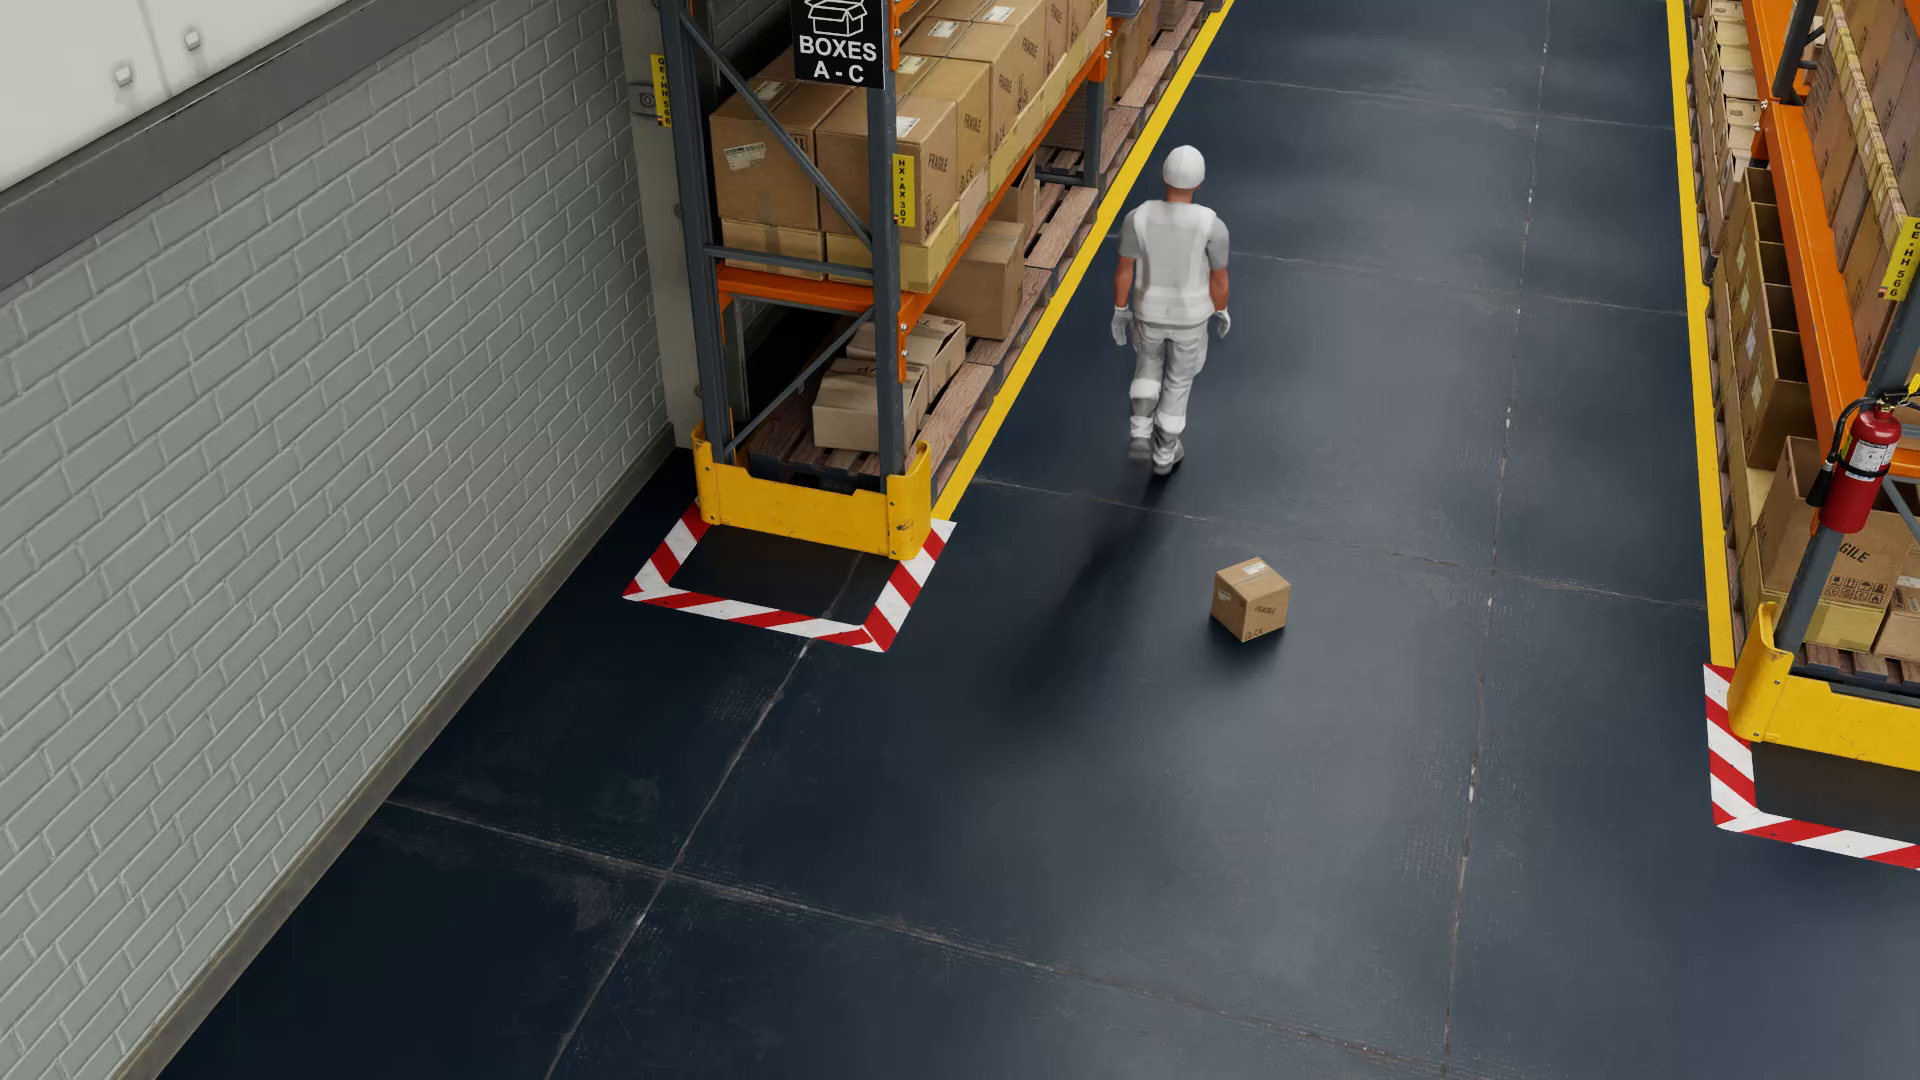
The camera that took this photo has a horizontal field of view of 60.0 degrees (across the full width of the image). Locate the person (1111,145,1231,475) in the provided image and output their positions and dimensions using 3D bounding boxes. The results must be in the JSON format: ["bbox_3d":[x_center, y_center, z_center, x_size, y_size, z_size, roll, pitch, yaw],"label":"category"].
[{"bbox_3d":[1.068,-1.145,8.369,0.570,1.795,0.462,12,38,16],"label":"person"}]
